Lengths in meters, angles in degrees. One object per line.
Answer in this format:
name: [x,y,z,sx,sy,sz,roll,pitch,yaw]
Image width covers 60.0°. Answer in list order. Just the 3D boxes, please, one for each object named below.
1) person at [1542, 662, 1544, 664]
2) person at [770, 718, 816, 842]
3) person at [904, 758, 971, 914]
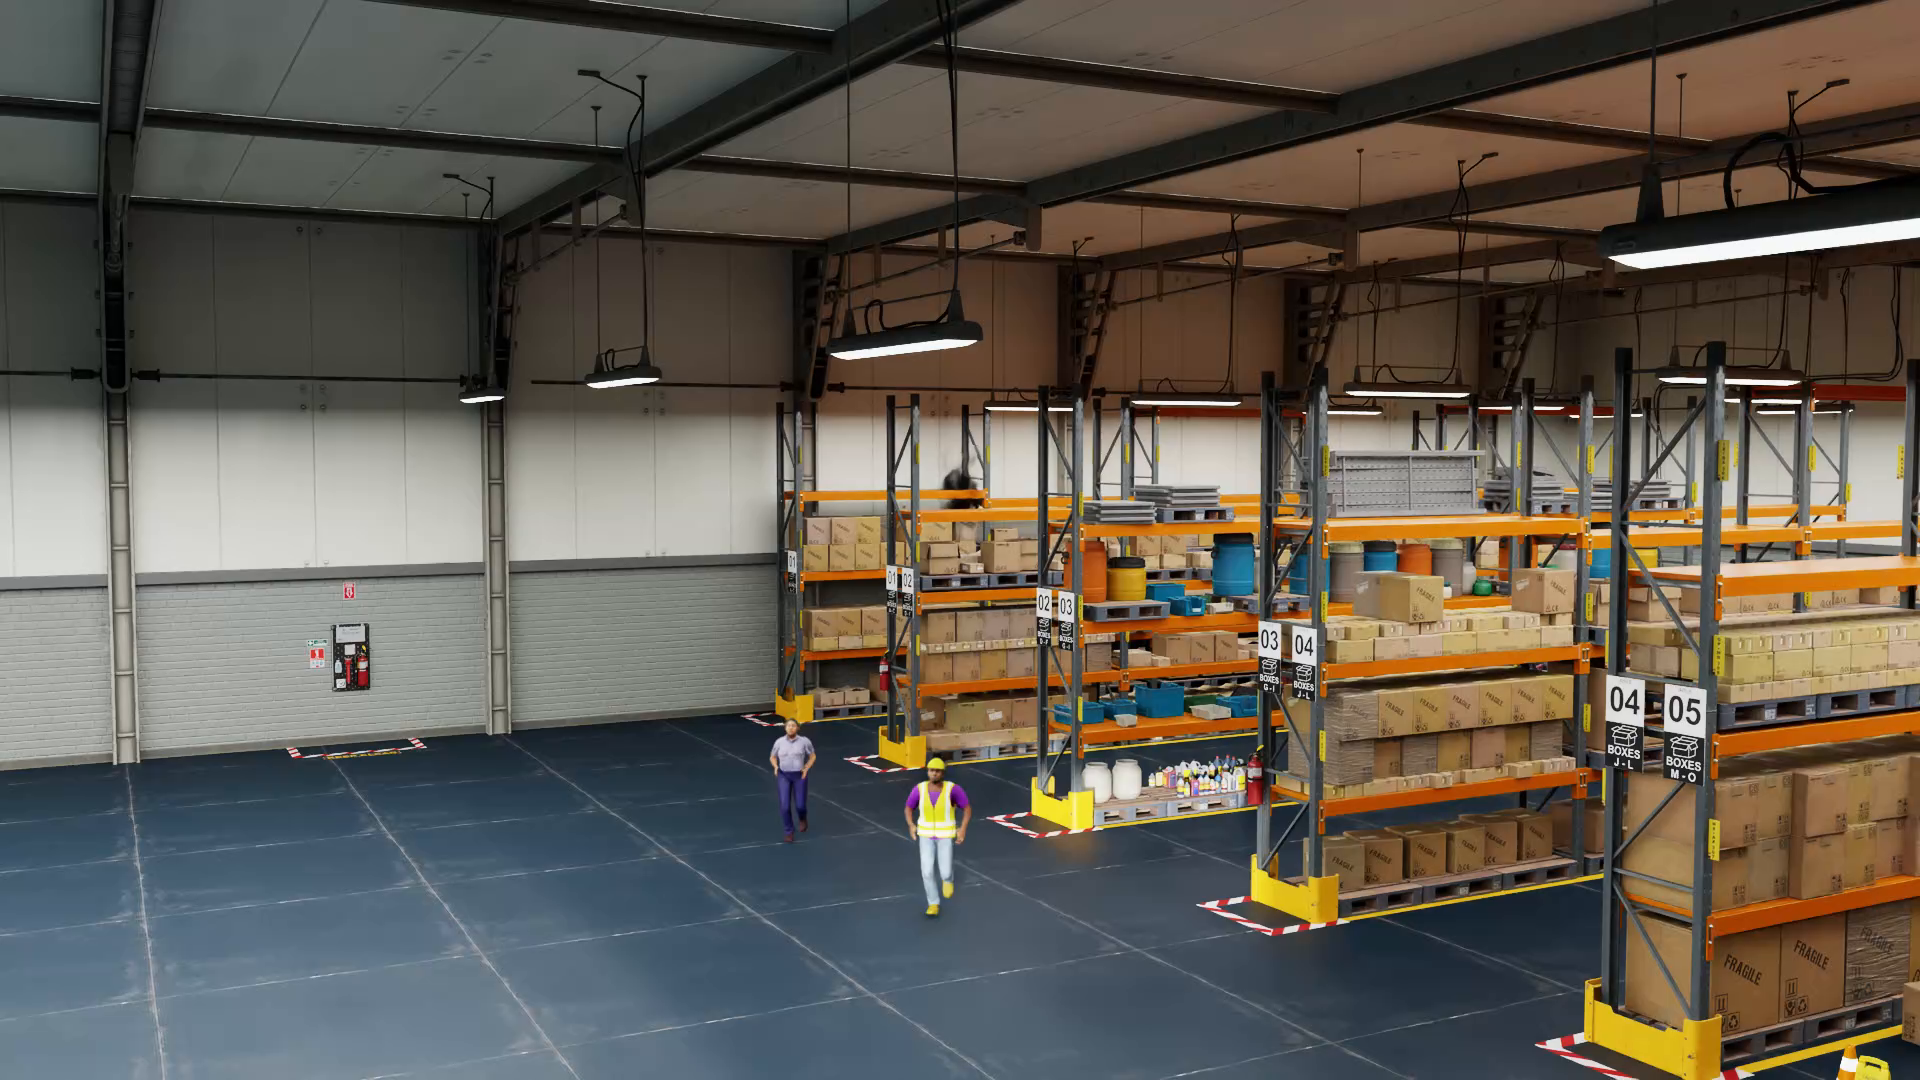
person: [11.144,2.573,31.269,0.750,1.732,0.577,-2,4,-37]
person: [-2.201,3.132,21.805,0.604,1.596,0.575,0,3,1]
person: [-0.251,3.260,18.441,0.749,1.722,0.622,0,3,6]
